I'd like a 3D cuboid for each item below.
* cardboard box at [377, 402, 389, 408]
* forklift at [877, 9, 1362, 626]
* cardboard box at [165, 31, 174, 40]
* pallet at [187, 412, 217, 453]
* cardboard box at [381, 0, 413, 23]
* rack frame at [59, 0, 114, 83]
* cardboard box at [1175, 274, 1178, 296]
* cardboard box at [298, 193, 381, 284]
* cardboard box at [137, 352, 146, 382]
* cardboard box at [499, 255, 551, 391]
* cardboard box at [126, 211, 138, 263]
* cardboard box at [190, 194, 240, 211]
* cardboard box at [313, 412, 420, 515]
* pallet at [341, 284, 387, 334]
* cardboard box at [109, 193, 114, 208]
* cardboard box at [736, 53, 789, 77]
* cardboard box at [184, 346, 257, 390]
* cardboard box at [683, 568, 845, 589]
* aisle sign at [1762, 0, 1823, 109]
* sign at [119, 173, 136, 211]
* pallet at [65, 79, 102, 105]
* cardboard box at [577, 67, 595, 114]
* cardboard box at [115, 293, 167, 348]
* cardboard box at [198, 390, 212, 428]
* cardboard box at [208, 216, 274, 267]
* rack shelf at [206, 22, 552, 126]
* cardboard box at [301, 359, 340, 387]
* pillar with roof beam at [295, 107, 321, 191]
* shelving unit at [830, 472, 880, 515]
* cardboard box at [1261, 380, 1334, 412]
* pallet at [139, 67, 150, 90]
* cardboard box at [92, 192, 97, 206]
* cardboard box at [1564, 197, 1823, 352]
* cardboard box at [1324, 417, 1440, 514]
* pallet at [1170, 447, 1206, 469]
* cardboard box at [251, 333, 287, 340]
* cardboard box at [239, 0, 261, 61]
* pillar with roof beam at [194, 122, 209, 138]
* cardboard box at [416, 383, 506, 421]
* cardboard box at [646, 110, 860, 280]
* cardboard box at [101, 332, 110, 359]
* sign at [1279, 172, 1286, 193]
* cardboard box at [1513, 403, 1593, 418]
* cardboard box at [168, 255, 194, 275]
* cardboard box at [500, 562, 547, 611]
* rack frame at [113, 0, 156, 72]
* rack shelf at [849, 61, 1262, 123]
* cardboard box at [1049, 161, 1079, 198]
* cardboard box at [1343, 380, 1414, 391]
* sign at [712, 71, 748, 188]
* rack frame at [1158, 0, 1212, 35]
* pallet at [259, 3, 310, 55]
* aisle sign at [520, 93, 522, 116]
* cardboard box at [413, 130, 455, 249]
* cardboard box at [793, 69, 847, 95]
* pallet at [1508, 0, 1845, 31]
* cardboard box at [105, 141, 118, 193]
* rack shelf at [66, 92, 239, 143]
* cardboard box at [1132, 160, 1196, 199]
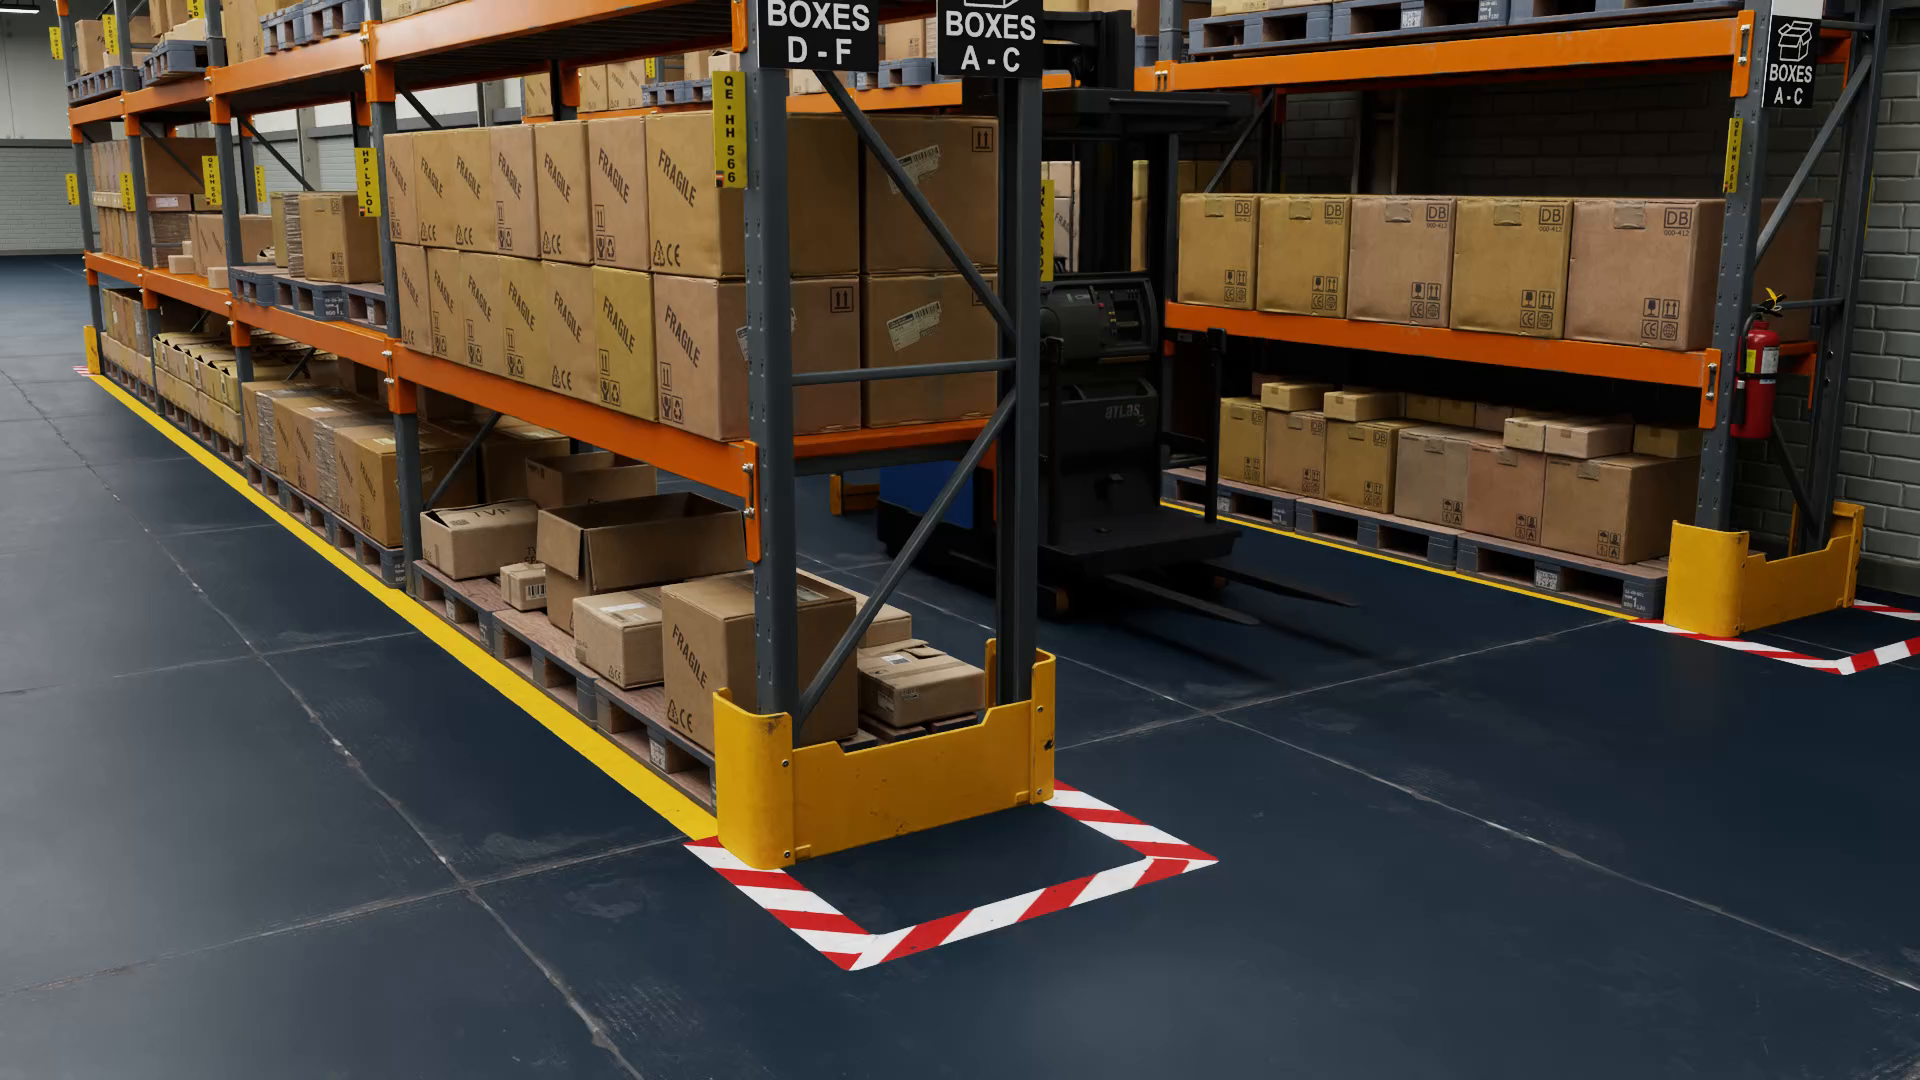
[{"bbox_3d":[-3.324,-0.613,10.465,0.500,0.500,0.500,-9,15,-35],"label":"cardboard box"},{"bbox_3d":[0.732,-1.161,8.309,1.130,2.935,3.031,-8,14,-31],"label":"forklift"},{"bbox_3d":[-6.196,-4.043,13.676,0.500,0.250,0.500,-10,16,-38],"label":"cardboard box"},{"bbox_3d":[-5.715,-0.948,13.703,1.003,0.211,1.213,-8,15,-33],"label":"pallet"},{"bbox_3d":[-2.340,-2.508,7.637,0.500,0.250,0.500,-8,15,-33],"label":"cardboard box"},{"bbox_3d":[-9.052,-6.296,17.589,1.000,3.000,0.127,-8,15,-33],"label":"rack frame"},{"bbox_3d":[1.295,-1.732,11.301,0.380,0.149,0.250,-8,15,-32],"label":"cardboard box"},{"bbox_3d":[-3.434,-1.792,9.818,0.500,0.500,0.700,11,16,41],"label":"cardboard box"},{"bbox_3d":[-7.544,-1.663,15.896,0.500,0.250,0.500,-8,15,-33],"label":"cardboard box"},{"bbox_3d":[-1.504,-0.887,6.662,0.500,0.500,0.500,-8,15,-34],"label":"cardboard box"},{"bbox_3d":[-7.660,-2.964,16.159,0.700,0.500,0.500,-8,15,-32],"label":"cardboard box"},{"bbox_3d":[-6.824,-3.090,15.220,0.380,0.149,0.250,-8,15,-33],"label":"cardboard box"},{"bbox_3d":[-3.460,-0.457,9.751,0.500,0.500,0.500,-8,15,-32],"label":"cardboard box"},{"bbox_3d":[-2.756,-1.292,9.200,1.003,0.211,1.213,-8,15,-33],"label":"pallet"},{"bbox_3d":[-8.299,-3.407,16.668,0.380,0.149,0.250,-8,15,-33],"label":"cardboard box"},{"bbox_3d":[-1.795,-4.634,15.794,0.500,0.500,0.500,-9,15,-35],"label":"cardboard box"},{"bbox_3d":[-5.962,-1.414,13.445,0.500,0.311,0.500,-8,14,-31],"label":"cardboard box"},{"bbox_3d":[-0.807,0.300,6.873,0.500,0.250,0.500,-8,15,-33],"label":"cardboard box"},{"bbox_3d":[3.724,-2.328,7.403,0.394,0.787,0.004,-8,15,-33],"label":"aisle sign"},{"bbox_3d":[-7.297,-3.050,14.574,0.100,0.325,0.005,-8,15,-33],"label":"sign"},{"bbox_3d":[-8.682,-4.659,17.329,1.003,0.211,1.213,-8,15,-33],"label":"pallet"},{"bbox_3d":[-4.080,-5.103,18.873,0.500,0.500,0.500,-7,14,-29],"label":"cardboard box"},{"bbox_3d":[-8.112,-2.205,16.620,0.500,0.500,0.500,-8,15,-33],"label":"cardboard box"},{"bbox_3d":[-5.679,-1.050,13.096,0.500,0.250,0.500,-8,15,-31],"label":"cardboard box"},{"bbox_3d":[-5.563,-2.288,13.069,0.500,0.500,0.500,-9,15,-36],"label":"cardboard box"},{"bbox_3d":[-3.512,-2.701,9.853,1.077,0.370,4.000,-8,15,-33],"label":"rack shelf"},{"bbox_3d":[-4.666,-1.206,12.497,0.500,0.311,0.500,-8,14,-31],"label":"cardboard box"},{"bbox_3d":[-17.379,-9.553,32.480,9.100,9.000,0.400,-8,15,-33],"label":"pillar with roof beam"},{"bbox_3d":[-0.302,-0.842,10.200,0.587,1.500,1.083,-8,14,-31],"label":"shelving unit"},{"bbox_3d":[2.085,-0.891,10.267,0.380,0.149,0.250,-8,14,-31],"label":"cardboard box"},{"bbox_3d":[-6.337,-3.871,13.966,0.805,0.209,1.217,-9,15,-35],"label":"pallet"},{"bbox_3d":[-9.014,-3.636,17.714,0.380,0.149,0.250,-8,15,-33],"label":"cardboard box"},{"bbox_3d":[3.643,-1.343,8.279,0.980,0.700,0.700,-7,14,-30],"label":"cardboard box"},{"bbox_3d":[2.605,-0.476,9.884,0.700,0.500,0.500,-8,15,-31],"label":"cardboard box"},{"bbox_3d":[1.228,-0.584,12.039,1.003,0.211,1.213,-8,15,-33],"label":"pallet"},{"bbox_3d":[-6.080,-1.660,14.572,0.500,0.311,0.500,-8,14,-31],"label":"cardboard box"},{"bbox_3d":[-4.068,-3.292,10.641,0.910,0.500,0.500,-8,15,-33],"label":"cardboard box"},{"bbox_3d":[-24.028,-11.687,42.240,9.100,9.000,0.548,-8,15,-33],"label":"pillar with roof beam"},{"bbox_3d":[-3.023,-0.884,9.949,0.500,0.250,0.500,-8,15,-33],"label":"cardboard box"},{"bbox_3d":[-0.663,-1.104,5.313,0.500,0.500,0.500,-8,15,-33],"label":"cardboard box"},{"bbox_3d":[-8.940,-2.106,17.922,0.500,0.250,0.500,-8,15,-33],"label":"cardboard box"},{"bbox_3d":[2.179,-2.346,11.355,0.100,0.325,0.005,-8,15,-33],"label":"sign"},{"bbox_3d":[3.279,-0.656,9.192,0.380,0.149,0.250,-8,15,-32],"label":"cardboard box"},{"bbox_3d":[-6.515,-2.349,14.172,0.380,0.149,0.250,-8,15,-33],"label":"cardboard box"},{"bbox_3d":[-1.864,0.191,7.570,0.380,0.166,0.250,-8,15,-33],"label":"cardboard box"},{"bbox_3d":[-6.836,-5.585,14.336,1.000,3.000,0.127,-8,15,-33],"label":"rack frame"},{"bbox_3d":[0.610,-3.288,12.538,1.077,0.370,4.000,-8,15,-33],"label":"rack shelf"},{"bbox_3d":[0.971,-2.533,11.692,0.500,0.250,0.500,-8,15,-32],"label":"cardboard box"},{"bbox_3d":[2.572,-0.883,10.228,0.380,0.149,0.250,-9,15,-35],"label":"cardboard box"},{"bbox_3d":[-0.661,-1.178,4.776,0.100,0.325,0.005,-8,15,-33],"label":"sign"},{"bbox_3d":[1.718,-4.749,10.514,1.000,3.000,0.127,-8,15,-33],"label":"rack frame"},{"bbox_3d":[-3.284,-2.913,9.580,1.213,0.211,1.003,-8,15,-33],"label":"pallet"},{"bbox_3d":[-5.220,-5.200,20.532,0.394,0.787,0.004,-8,15,-33],"label":"aisle sign"},{"bbox_3d":[-2.091,-1.560,7.398,0.500,0.500,0.500,-9,15,-35],"label":"cardboard box"},{"bbox_3d":[-1.122,-4.057,14.534,0.500,0.311,0.500,-8,15,-33],"label":"cardboard box"},{"bbox_3d":[3.515,-2.660,8.188,1.003,0.211,1.213,-8,15,-33],"label":"pallet"},{"bbox_3d":[-8.199,-3.772,16.816,0.700,0.500,0.500,-8,15,-33],"label":"cardboard box"},{"bbox_3d":[-7.944,-4.124,16.359,1.077,0.370,4.000,-8,15,-33],"label":"rack shelf"},{"bbox_3d":[1.246,-2.441,11.271,0.500,0.250,0.500,-8,14,-31],"label":"cardboard box"}]
